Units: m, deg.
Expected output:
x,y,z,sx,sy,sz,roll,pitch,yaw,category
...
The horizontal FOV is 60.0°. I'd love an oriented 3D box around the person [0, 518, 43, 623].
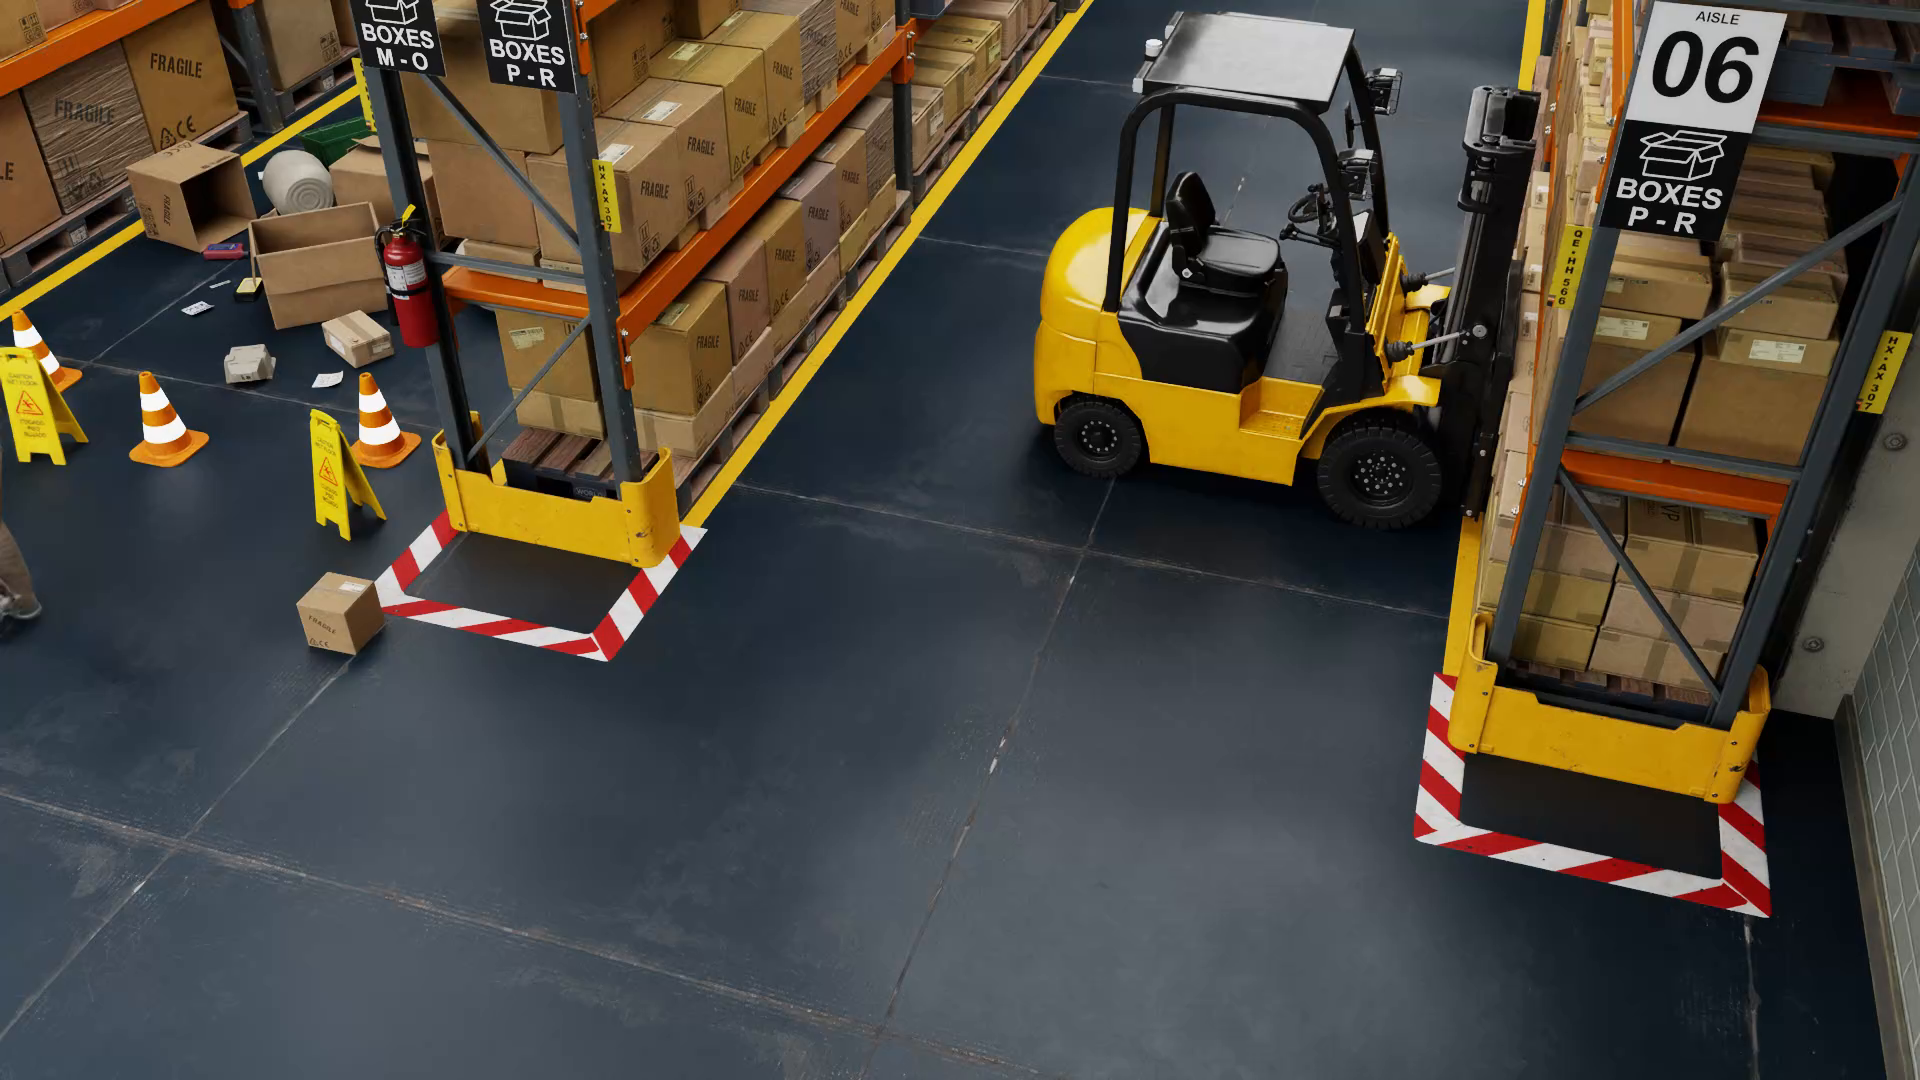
x,y,z,sx,sy,sz,roll,pitch,yaw,category
-4.526,-0.320,7.323,0.432,1.753,0.554,10,38,13,person
